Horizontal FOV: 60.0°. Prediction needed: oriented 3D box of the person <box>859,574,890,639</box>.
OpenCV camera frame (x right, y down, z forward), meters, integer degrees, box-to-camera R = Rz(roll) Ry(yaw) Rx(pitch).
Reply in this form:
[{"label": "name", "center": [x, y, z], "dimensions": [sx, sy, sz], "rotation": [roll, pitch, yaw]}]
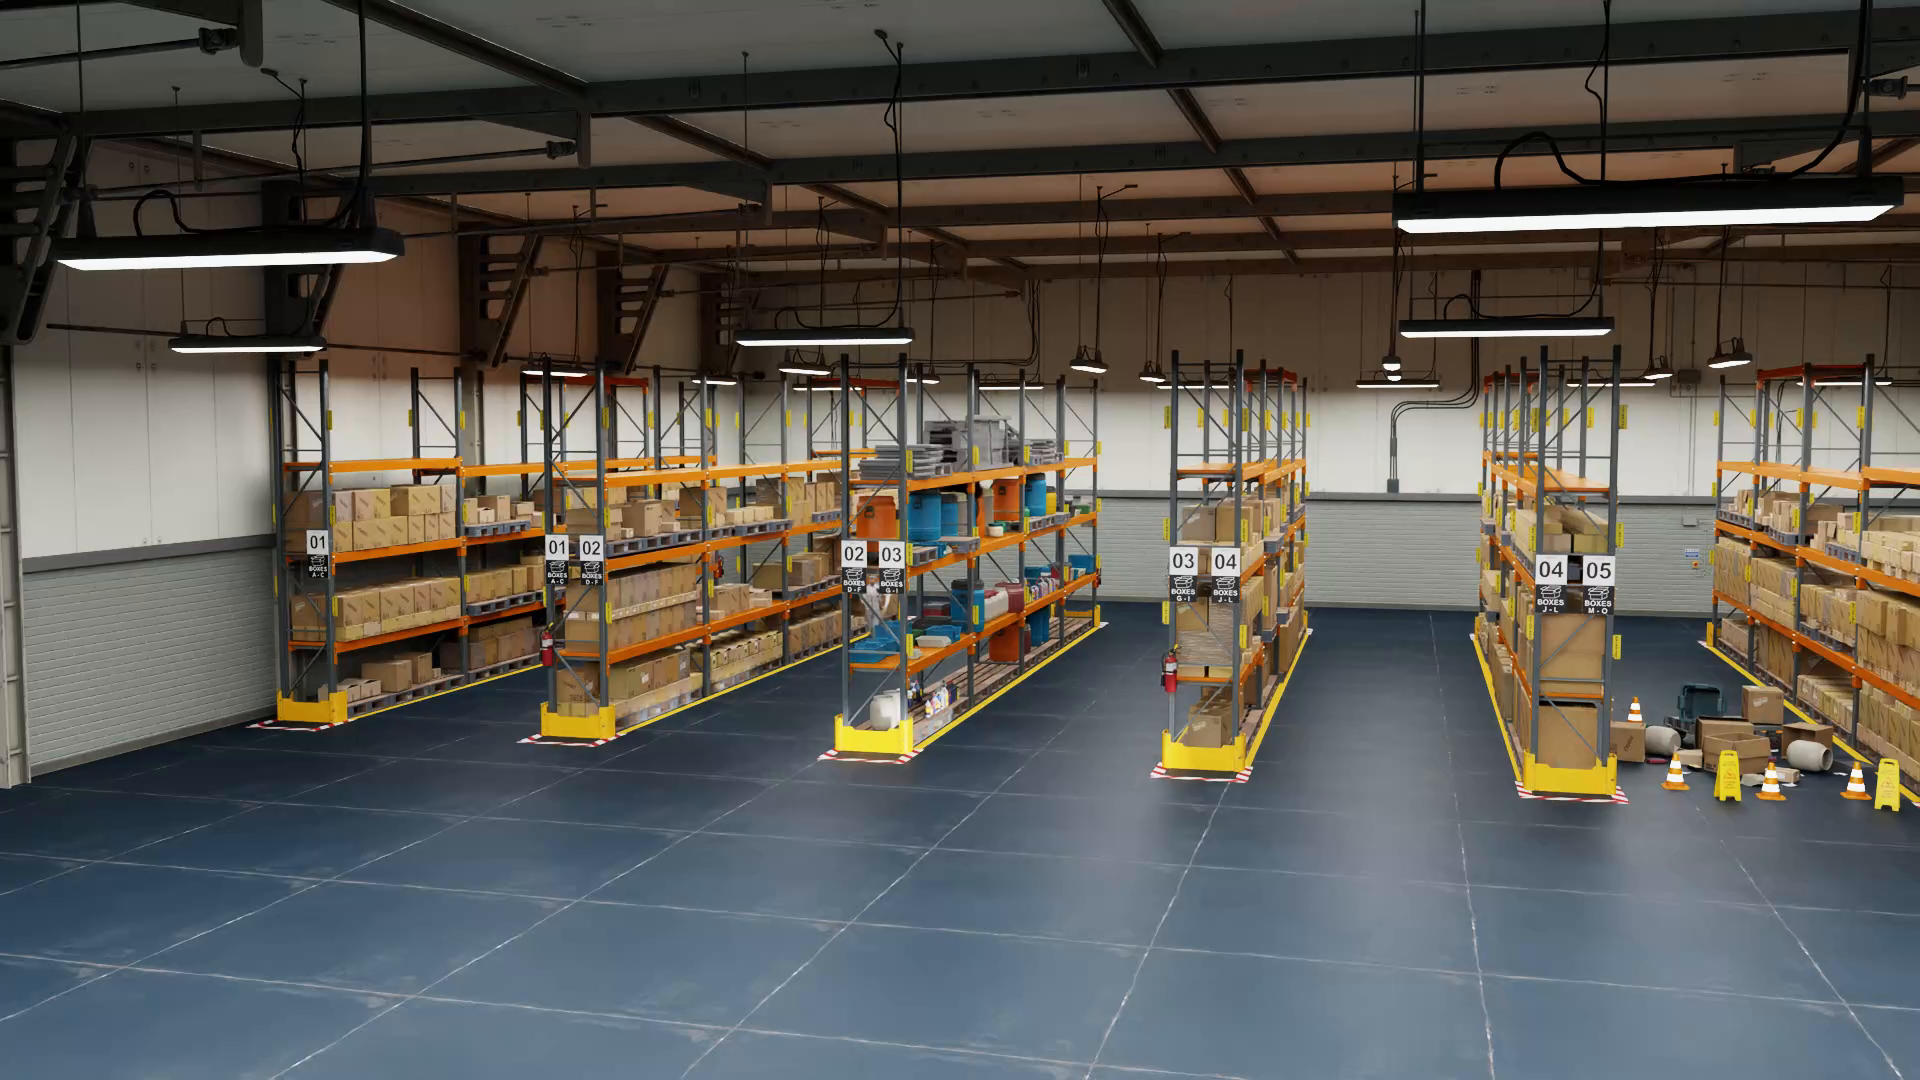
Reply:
[{"label": "person", "center": [-1.876, 1.577, 36.198], "dimensions": [0.618, 1.770, 0.730], "rotation": [1, 4, 15]}]
